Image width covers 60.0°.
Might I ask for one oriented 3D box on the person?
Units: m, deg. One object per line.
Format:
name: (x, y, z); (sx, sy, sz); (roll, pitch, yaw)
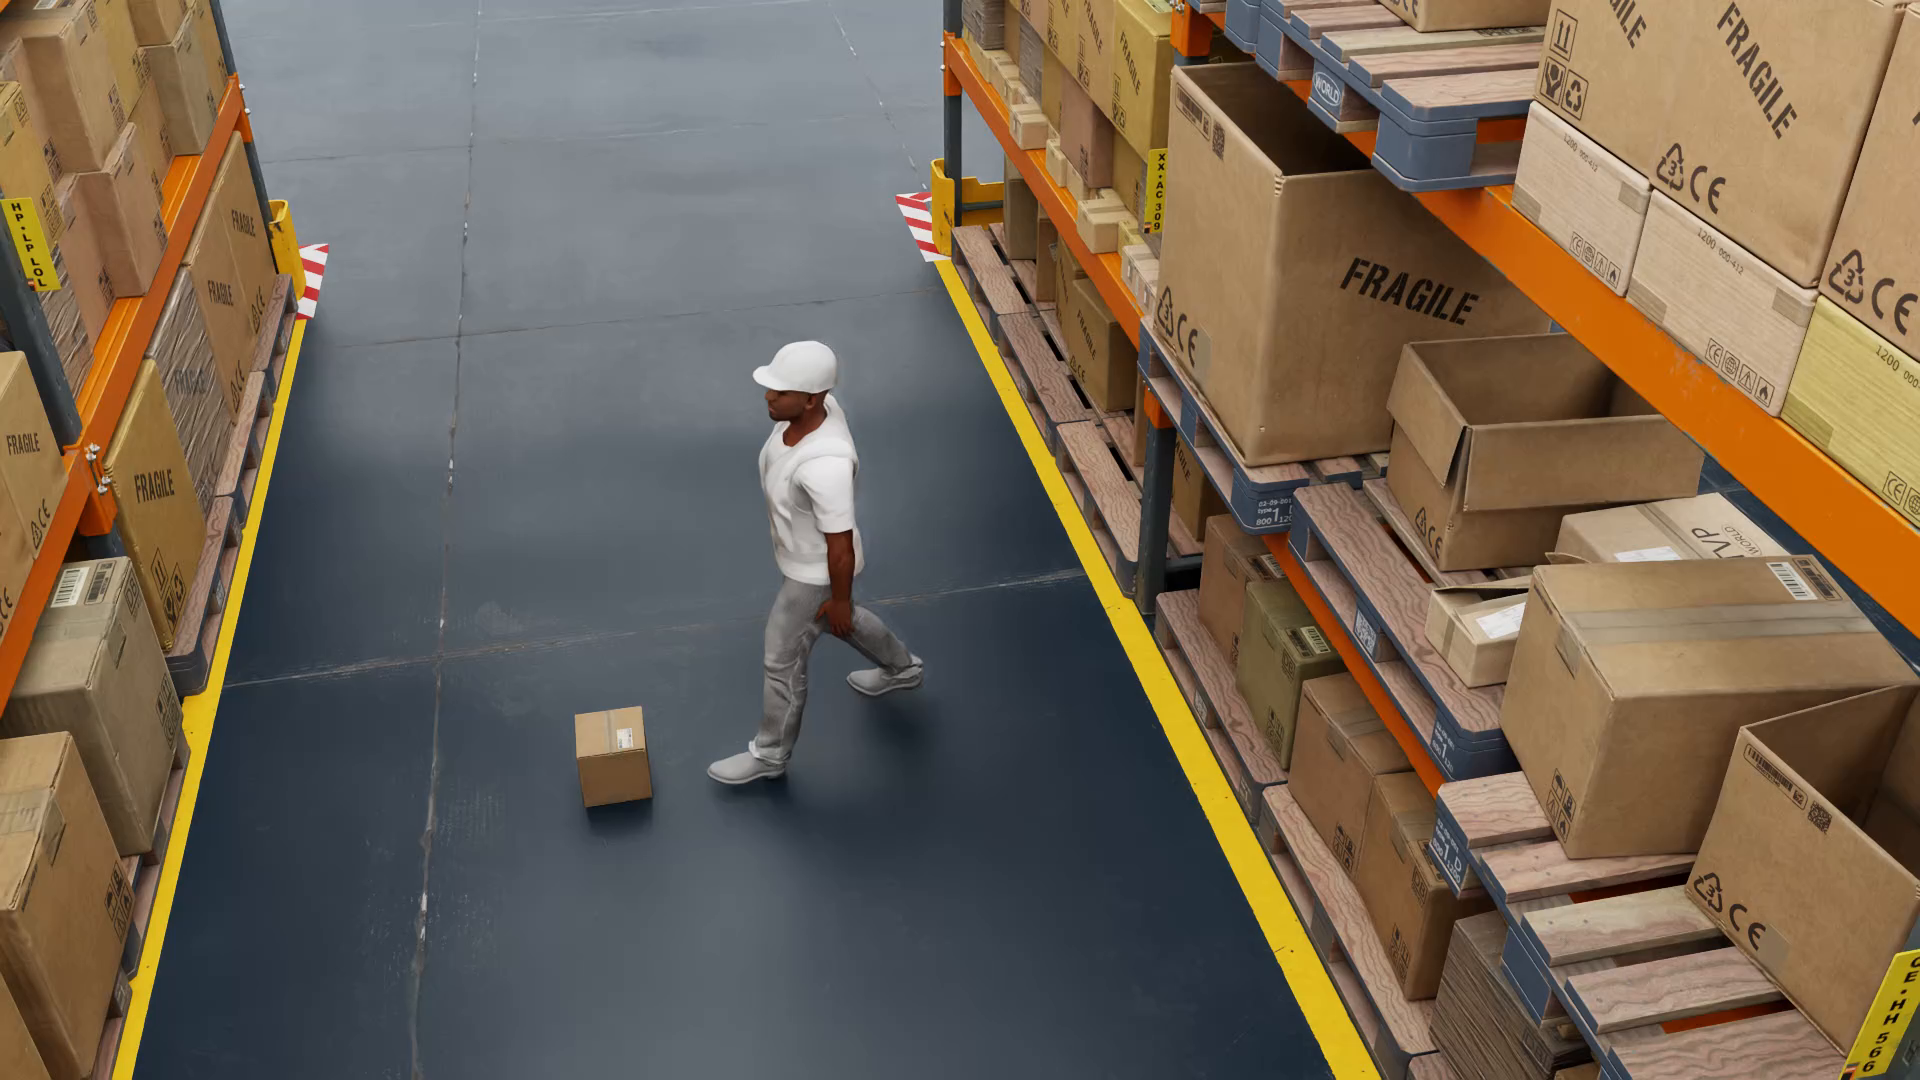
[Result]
person: (-0.553, 0.057, 6.038); (0.904, 1.743, 0.602); (-7, 35, -11)
